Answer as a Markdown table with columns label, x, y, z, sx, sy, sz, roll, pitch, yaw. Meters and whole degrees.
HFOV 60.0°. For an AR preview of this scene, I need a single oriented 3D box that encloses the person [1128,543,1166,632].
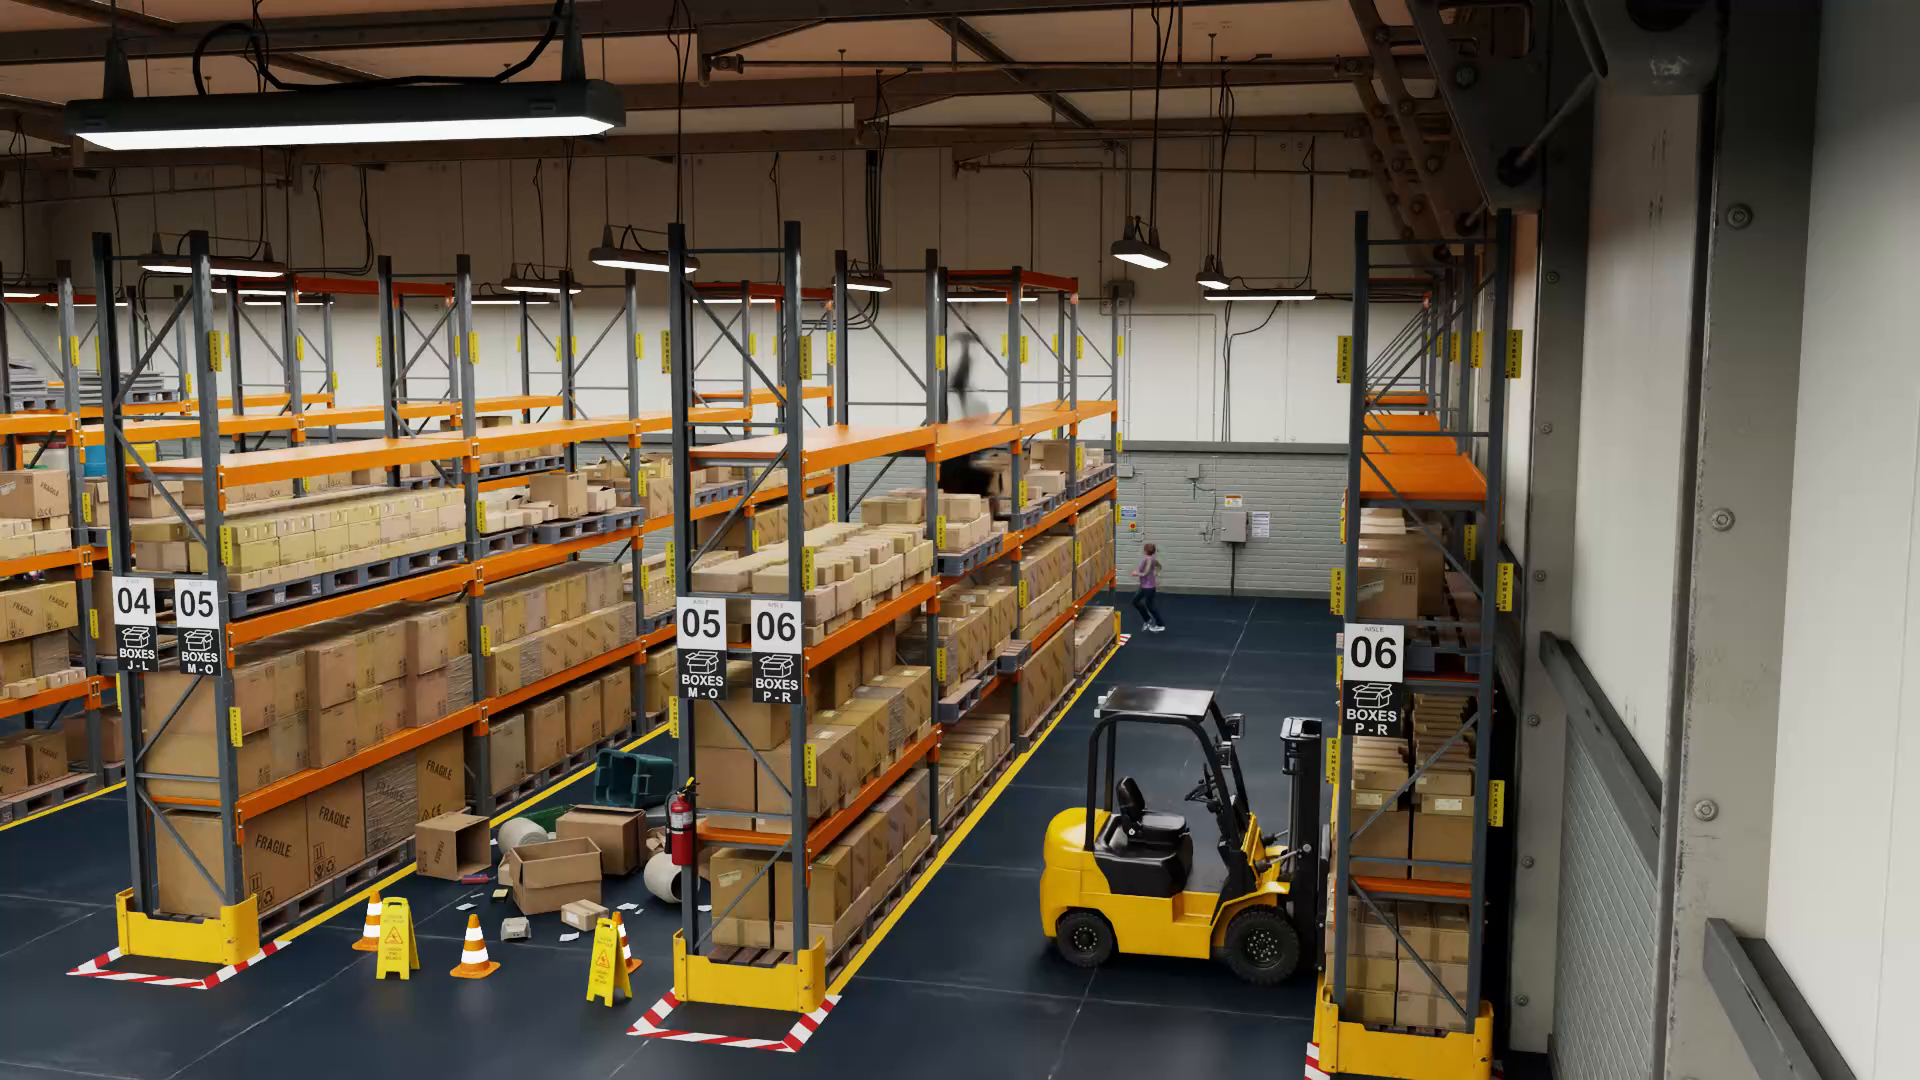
| label | x | y | z | sx | sy | sz | roll | pitch | yaw |
| --- | --- | --- | --- | --- | --- | --- | --- | --- | --- |
| person | 3.273 | 0.830 | 29.061 | 0.662 | 1.592 | 0.506 | 1 | 7 | 4 |

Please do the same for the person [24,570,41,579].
| label | x | y | z | sx | sy | sz | roll | pitch | yaw |
| --- | --- | --- | --- | --- | --- | --- | --- | --- | --- |
| person | -15.078 | 0.950 | 27.262 | 0.681 | 1.803 | 0.897 | 3 | 7 | 21 |
